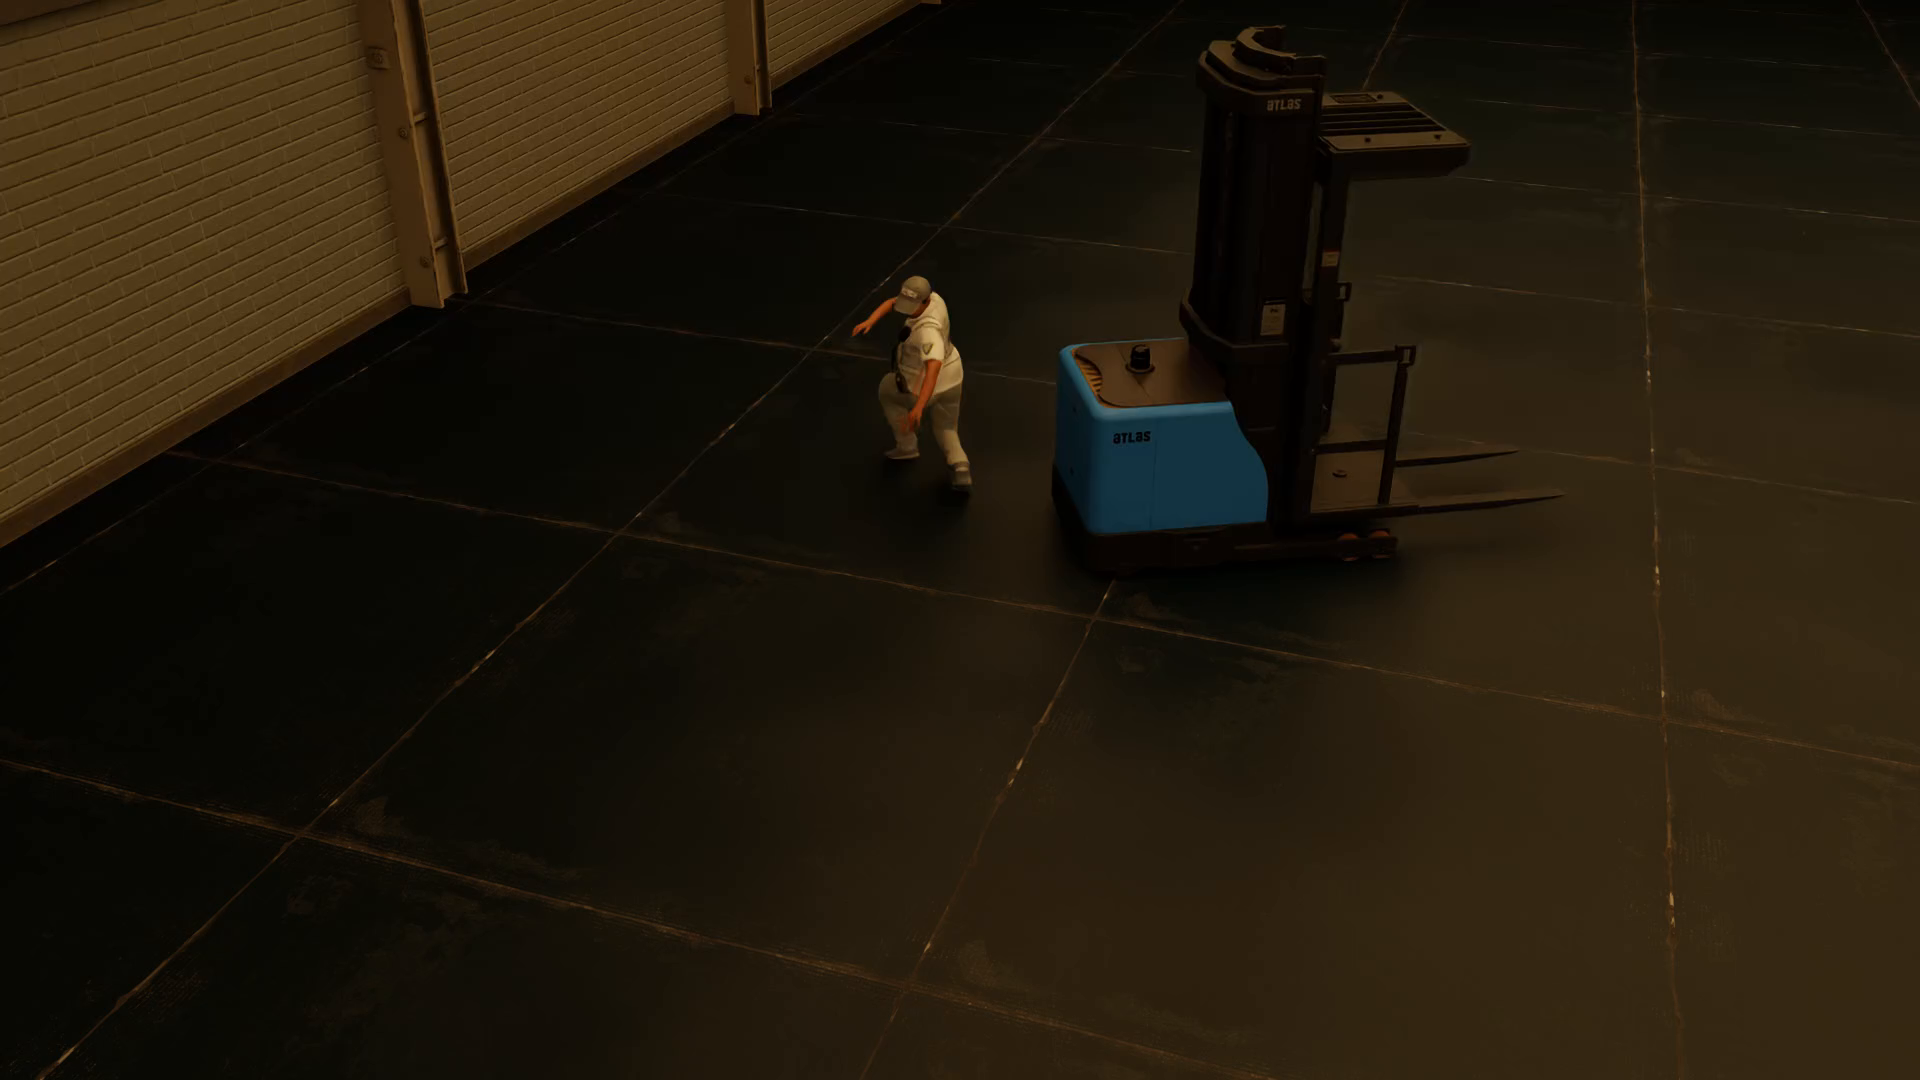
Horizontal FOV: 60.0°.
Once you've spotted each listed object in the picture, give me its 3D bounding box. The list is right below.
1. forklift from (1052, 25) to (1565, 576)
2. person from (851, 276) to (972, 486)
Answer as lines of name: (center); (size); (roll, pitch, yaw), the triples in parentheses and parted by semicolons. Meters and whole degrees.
forklift: (2.140, -1.398, 9.589); (3.031, 2.935, 1.130); (-5, 30, -8)
person: (-0.269, -0.983, 10.475); (0.699, 1.440, 0.928); (-26, 39, -37)
